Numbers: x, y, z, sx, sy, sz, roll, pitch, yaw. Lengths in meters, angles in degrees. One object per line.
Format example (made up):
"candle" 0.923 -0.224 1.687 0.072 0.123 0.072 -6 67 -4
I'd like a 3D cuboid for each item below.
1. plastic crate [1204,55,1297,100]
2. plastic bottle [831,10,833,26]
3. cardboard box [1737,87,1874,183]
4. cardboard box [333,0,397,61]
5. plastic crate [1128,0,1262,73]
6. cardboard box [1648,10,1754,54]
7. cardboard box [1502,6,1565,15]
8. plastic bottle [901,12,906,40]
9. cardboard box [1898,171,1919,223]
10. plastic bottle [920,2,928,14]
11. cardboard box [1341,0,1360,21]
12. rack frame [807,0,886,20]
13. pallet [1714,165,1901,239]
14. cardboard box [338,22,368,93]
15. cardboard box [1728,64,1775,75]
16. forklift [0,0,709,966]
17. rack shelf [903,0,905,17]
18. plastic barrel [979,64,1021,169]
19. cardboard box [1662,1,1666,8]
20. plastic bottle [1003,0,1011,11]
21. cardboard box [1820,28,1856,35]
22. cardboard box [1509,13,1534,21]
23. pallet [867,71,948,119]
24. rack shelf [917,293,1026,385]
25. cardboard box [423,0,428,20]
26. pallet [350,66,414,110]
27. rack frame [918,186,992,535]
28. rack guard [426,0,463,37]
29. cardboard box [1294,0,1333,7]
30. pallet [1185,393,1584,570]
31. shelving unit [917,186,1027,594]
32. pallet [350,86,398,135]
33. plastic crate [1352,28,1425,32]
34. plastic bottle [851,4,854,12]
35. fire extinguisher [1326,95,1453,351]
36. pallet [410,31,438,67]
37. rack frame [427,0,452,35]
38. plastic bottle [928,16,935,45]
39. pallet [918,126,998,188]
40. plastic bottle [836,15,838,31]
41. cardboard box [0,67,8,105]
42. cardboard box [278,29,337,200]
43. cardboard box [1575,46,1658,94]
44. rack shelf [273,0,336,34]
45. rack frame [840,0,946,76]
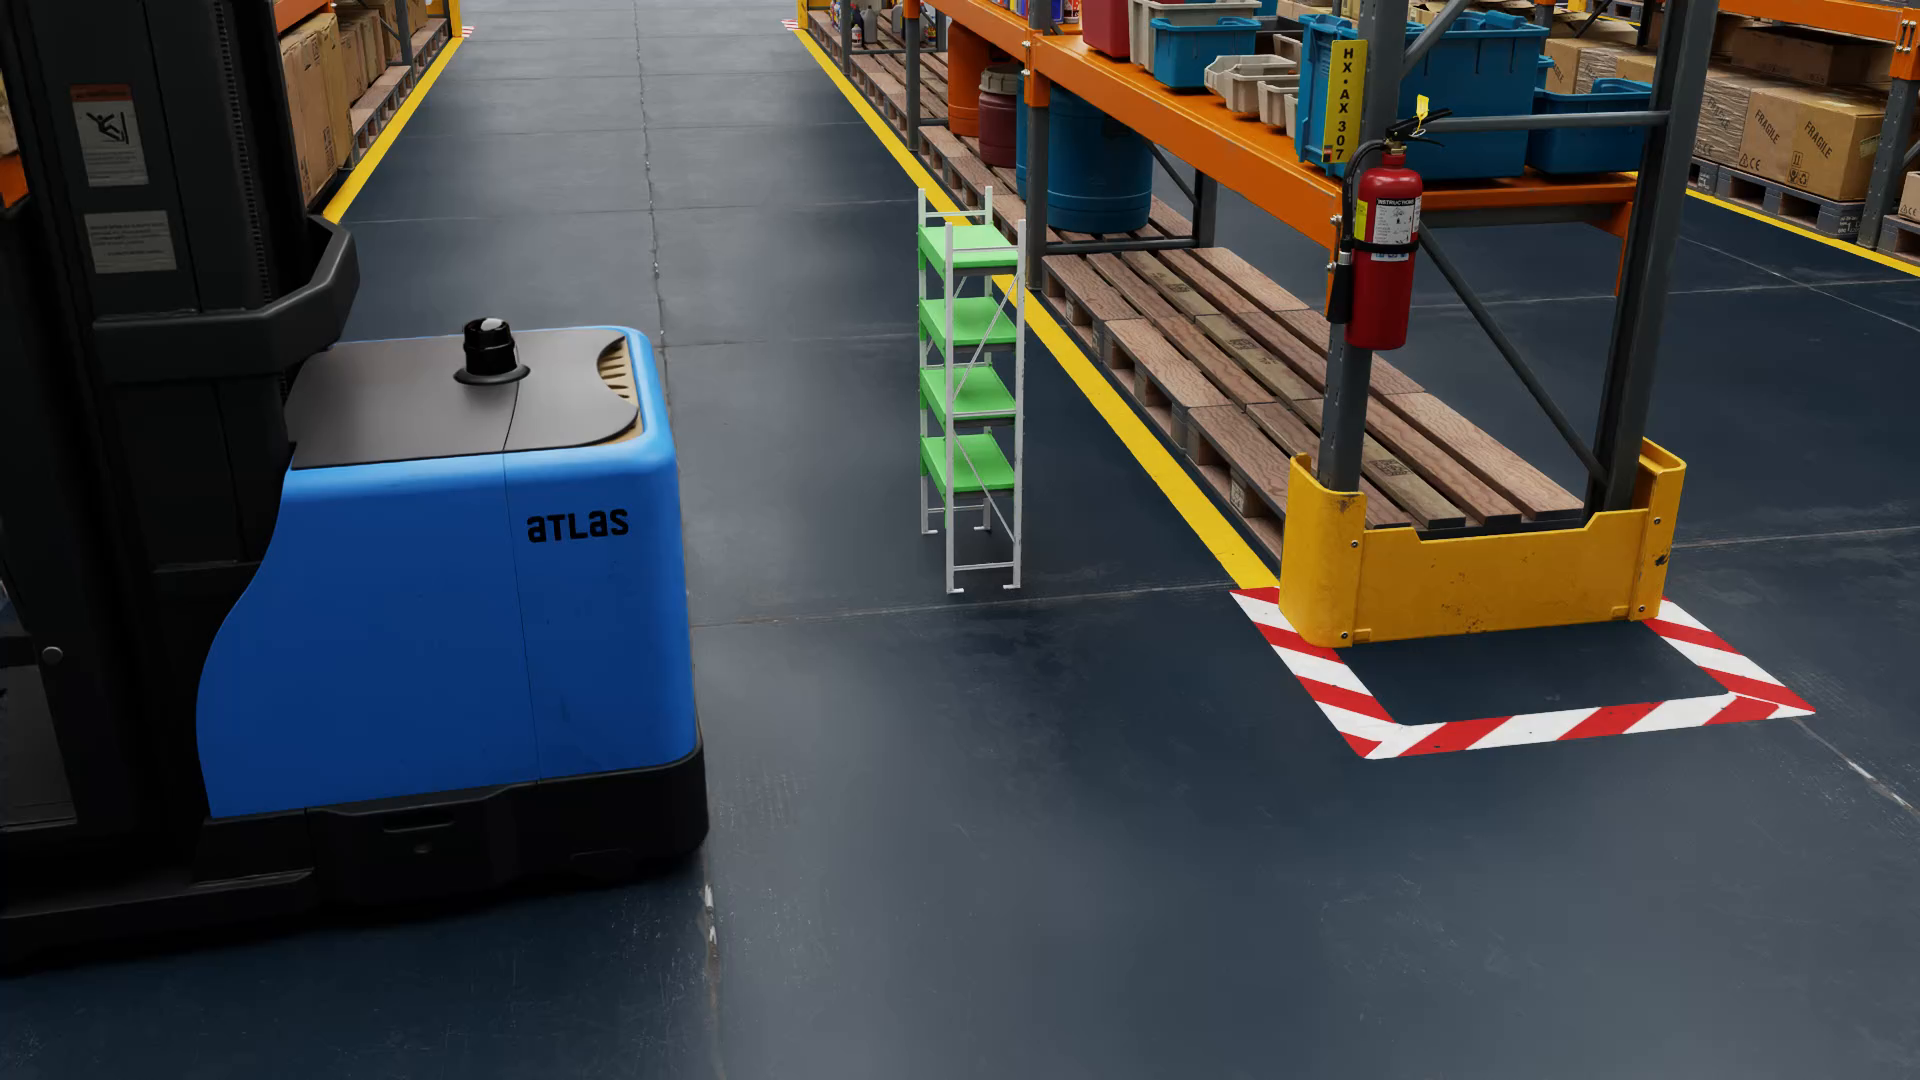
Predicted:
"plastic crate" 1.068 -1.716 6.185 0.298 0.136 0.250 -4 24 -10
"plastic bottle" -1.326 -5.599 17.770 0.097 0.201 0.097 0 24 0
"cardboard box" 5.257 -2.526 10.360 0.500 0.500 0.500 -4 24 -10
"cardboard box" -5.537 -4.724 15.418 0.500 0.500 0.500 -5 24 -11
"plastic crate" 0.946 -2.096 6.875 0.437 0.282 0.530 -4 24 -10
"cardboard box" 5.392 -3.703 12.117 0.500 0.250 0.500 -3 24 -8
"cardboard box" 4.968 -4.499 14.515 0.500 0.311 0.500 -5 24 -11
"plastic bottle" -0.518 -5.209 16.689 0.144 0.351 0.185 -4 24 -10
"cardboard box" 5.579 -1.891 9.141 0.500 0.311 0.500 -4 24 -10
"plastic bottle" -0.376 -5.220 16.713 0.144 0.351 0.185 -4 24 -8
"cardboard box" 4.066 -5.257 16.250 0.500 0.311 0.500 -4 24 -10
"rack frame" -1.374 -7.457 19.077 1.000 3.000 0.127 -4 24 -10
"pallet" 5.526 -2.141 10.390 1.003 0.211 1.213 -4 24 -10
"cardboard box" -5.236 -3.921 13.554 0.700 0.500 0.500 -6 24 -14
"cardboard box" 5.576 -2.972 11.380 0.500 0.500 0.500 -5 24 -12
"forklift" -2.175 -0.612 3.490 3.031 2.935 1.130 -5 24 -12
"rack shelf" -0.265 -4.767 13.817 1.077 0.370 4.000 -4 24 -10
"plastic barrel" 0.421 -2.762 10.815 0.600 0.588 0.708 -4 24 -10
"cardboard box" 8.594 -6.451 19.347 0.700 0.500 0.500 -6 24 -13
"plastic bottle" 0.319 -3.125 9.218 0.144 0.351 0.185 -4 24 -10
"cardboard box" 9.254 -5.385 16.905 0.700 0.500 0.500 -3 24 -8
"cardboard box" 4.532 -4.257 13.959 0.500 0.311 0.500 -5 24 -11
"pallet" -0.222 -3.819 14.230 1.003 0.211 1.213 -4 24 -10
"rack shelf" 0.031 -0.646 5.290 0.258 0.148 0.480 -4 24 -10
"cardboard box" -6.143 -5.891 18.088 0.500 0.500 0.500 0 24 0
"pallet" -5.357 -3.933 14.492 1.003 0.211 1.213 -4 24 -10
"rack frame" -0.015 -0.581 5.581 0.240 1.200 0.015 -4 24 -10
"rack guard" -6.228 -5.915 18.669 1.175 0.500 0.348 -4 24 -10
"cardboard box" 3.853 -5.889 17.459 0.500 0.500 0.500 -4 24 -10
"pallet" 1.470 -0.213 5.974 1.003 0.211 1.213 -4 24 -10
"shelving unit" 0.031 -0.485 5.361 0.258 1.200 0.503 -4 24 -10
"pallet" -5.128 -3.452 13.391 1.003 0.211 1.213 -4 24 -10
"plastic crate" 1.619 -1.754 6.152 0.416 0.233 0.300 -4 24 -10
"plastic bottle" -1.072 -5.179 16.620 0.144 0.351 0.185 -6 24 -12
"fire extinguisher" 1.166 -0.864 4.544 0.296 0.674 0.183 -4 24 -10
"pallet" -5.890 -4.982 16.893 1.003 0.211 1.213 -4 24 -10
"rack frame" -6.242 -7.091 18.237 1.000 3.000 0.127 -4 24 -10
"plastic bottle" -0.263 -4.993 16.293 0.097 0.271 0.097 0 24 0
"pallet" 0.292 -2.726 11.727 1.003 0.211 1.213 -4 24 -10
"plastic bottle" -1.245 -5.427 17.375 0.097 0.201 0.097 0 24 0
"cardboard box" -3.298 -1.475 5.196 0.500 0.250 0.500 -5 24 -12
"cardboard box" -4.498 -2.538 9.944 1.225 0.875 0.875 -4 24 -10
"cardboard box" 4.879 -3.326 12.191 0.500 0.500 0.500 -5 24 -12
"rack shelf" -4.393 -2.828 9.375 1.077 0.370 4.000 -4 24 -10
"rack frame" -0.634 -5.884 15.474 1.000 3.000 0.127 -4 24 -10
